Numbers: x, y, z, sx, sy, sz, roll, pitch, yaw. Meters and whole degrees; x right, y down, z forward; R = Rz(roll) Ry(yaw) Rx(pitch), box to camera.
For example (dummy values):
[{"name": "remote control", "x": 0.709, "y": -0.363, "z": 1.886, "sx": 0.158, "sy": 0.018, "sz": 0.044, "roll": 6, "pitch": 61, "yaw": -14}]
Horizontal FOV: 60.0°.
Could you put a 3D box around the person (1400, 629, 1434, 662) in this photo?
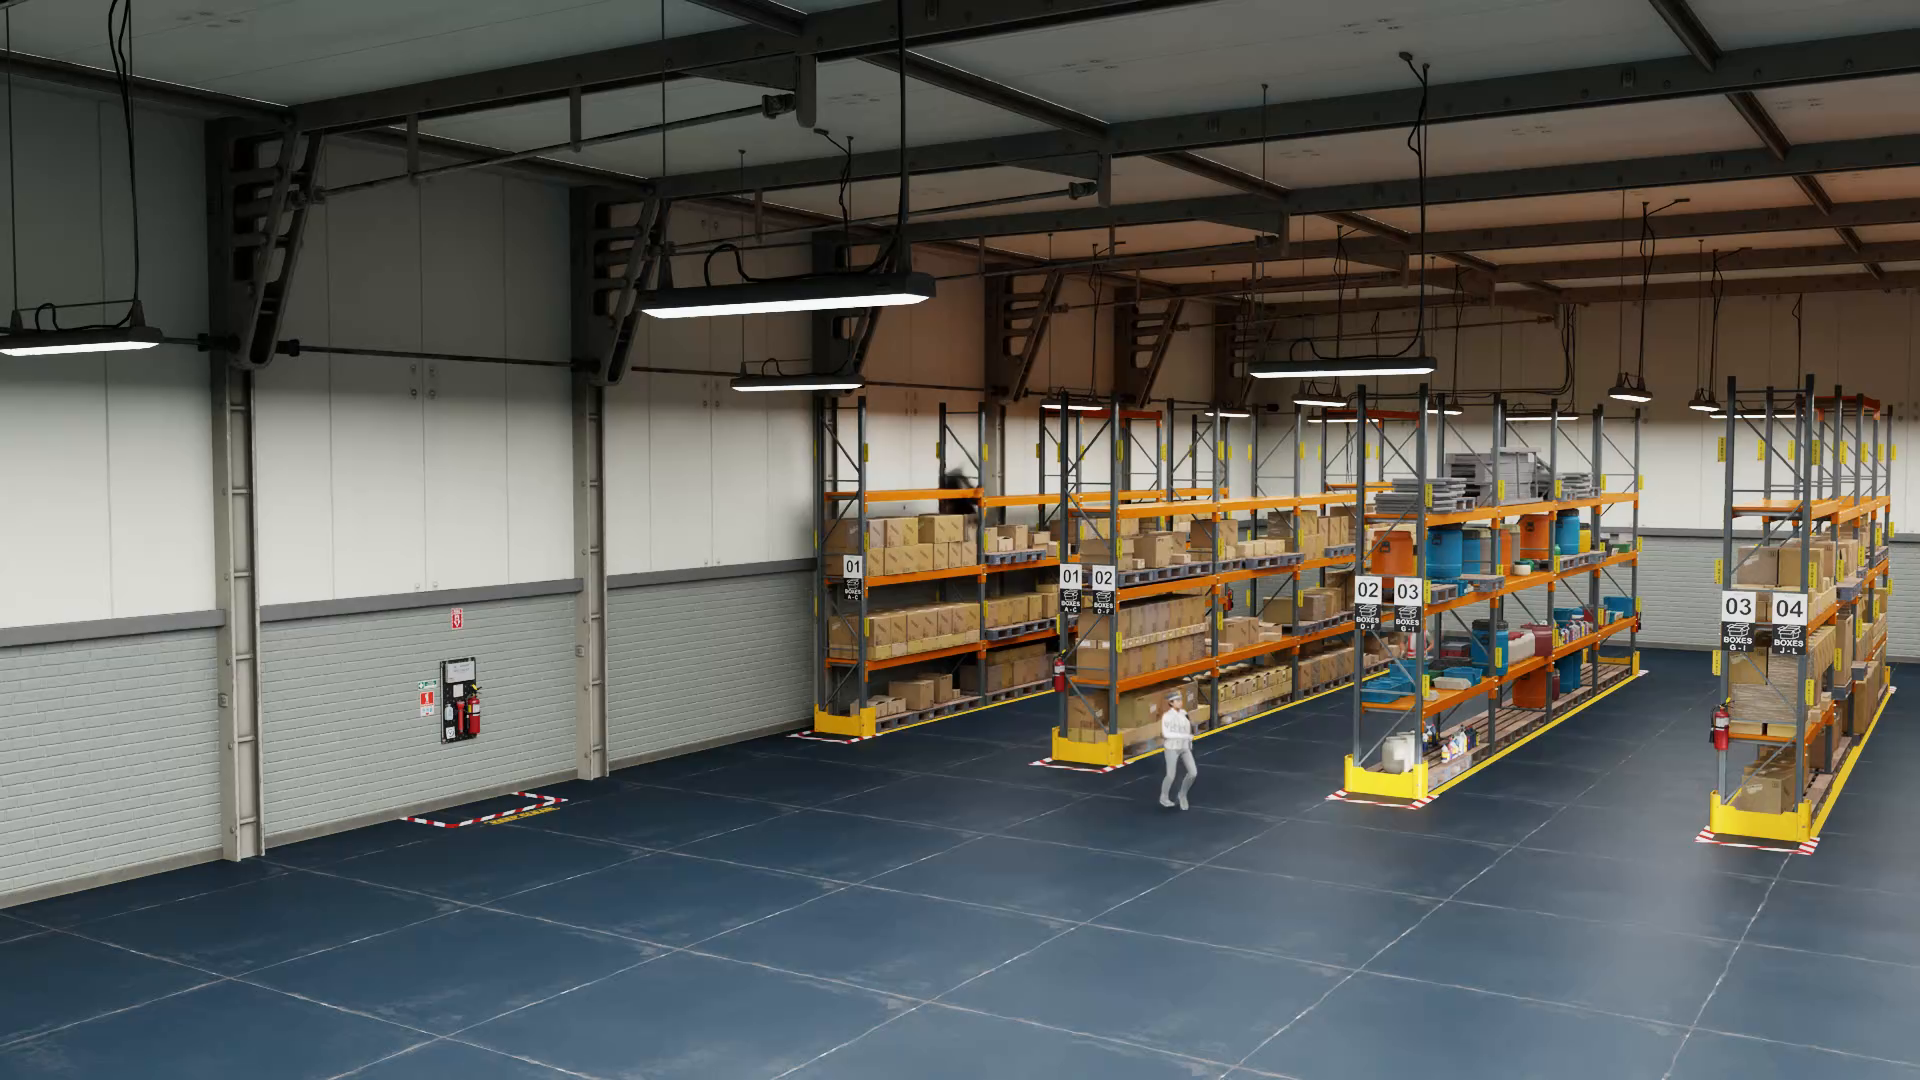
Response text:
[{"name": "person", "x": 9.181, "y": 2.382, "z": 33.407, "sx": 0.658, "sy": 1.738, "sz": 0.601, "roll": 1, "pitch": 3, "yaw": 19}]

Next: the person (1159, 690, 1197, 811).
[{"name": "person", "x": 3.053, "y": 2.940, "z": 23.208, "sx": 0.581, "sy": 1.693, "sz": 0.677, "roll": -2, "pitch": 3, "yaw": -30}]
